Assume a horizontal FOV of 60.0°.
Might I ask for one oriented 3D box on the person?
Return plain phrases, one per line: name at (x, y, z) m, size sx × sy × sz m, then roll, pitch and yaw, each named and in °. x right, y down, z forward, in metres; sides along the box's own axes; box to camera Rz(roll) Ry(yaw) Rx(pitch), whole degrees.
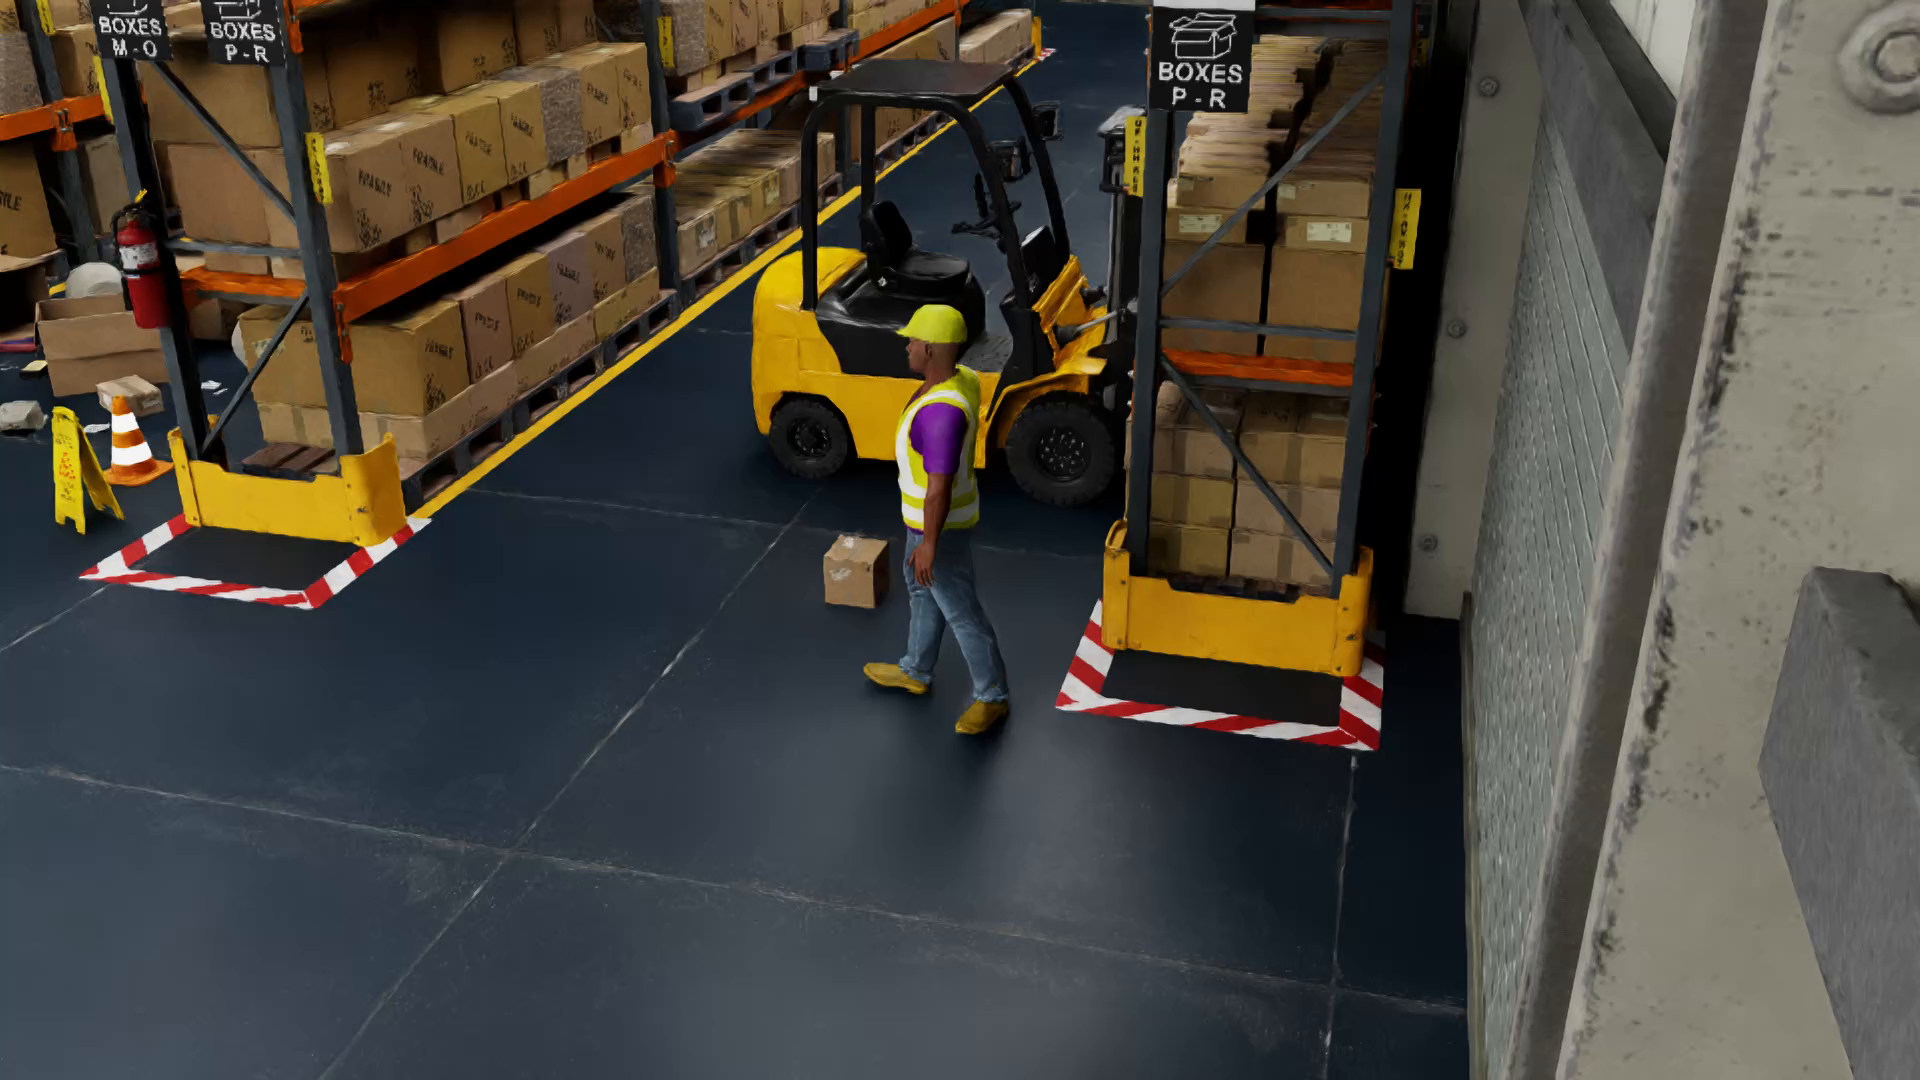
person at (-0.110, -0.079, 6.745) m, size 0.635 × 1.768 × 0.559 m, roll 1°, pitch 25°, yaw 1°
